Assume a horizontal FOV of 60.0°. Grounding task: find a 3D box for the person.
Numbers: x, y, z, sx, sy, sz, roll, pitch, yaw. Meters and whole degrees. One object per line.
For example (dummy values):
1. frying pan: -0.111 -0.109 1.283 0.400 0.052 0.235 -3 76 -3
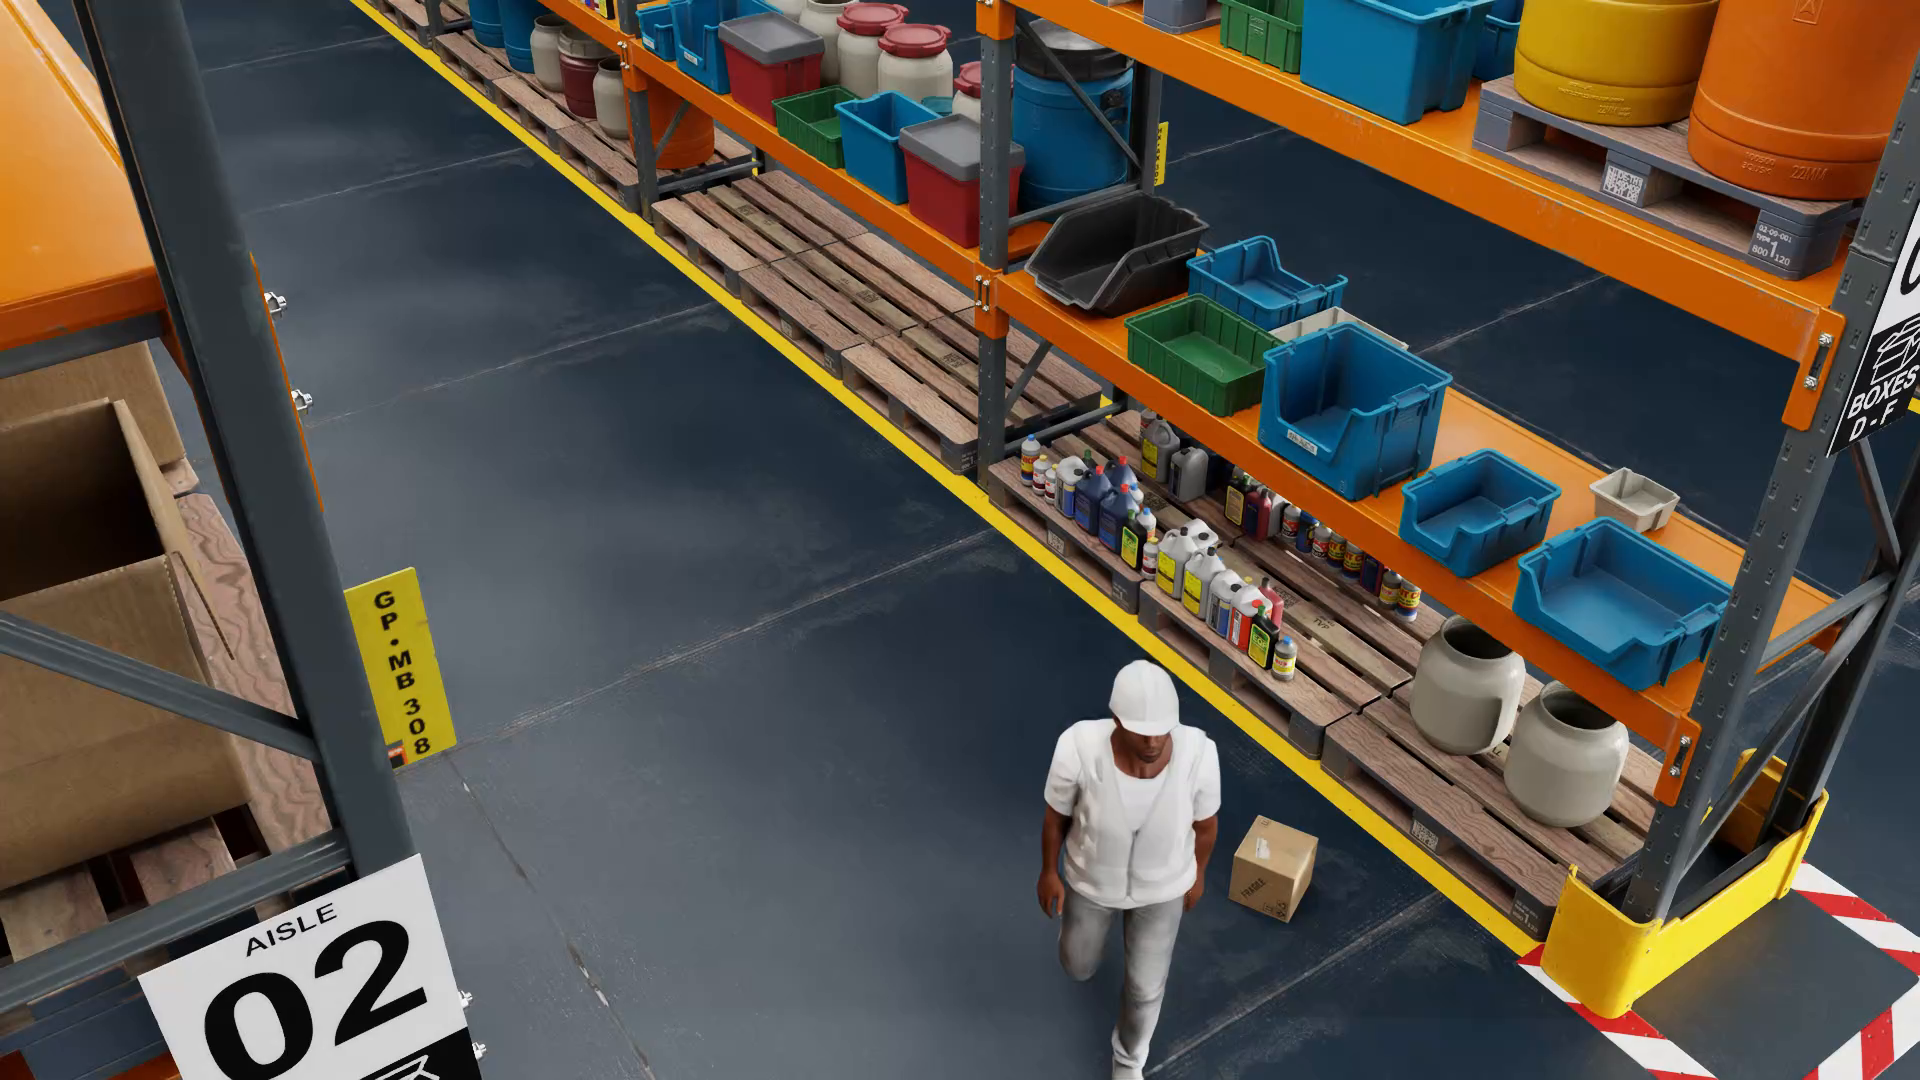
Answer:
1. person: 0.547 1.066 5.506 0.579 1.748 0.795 3 36 4
